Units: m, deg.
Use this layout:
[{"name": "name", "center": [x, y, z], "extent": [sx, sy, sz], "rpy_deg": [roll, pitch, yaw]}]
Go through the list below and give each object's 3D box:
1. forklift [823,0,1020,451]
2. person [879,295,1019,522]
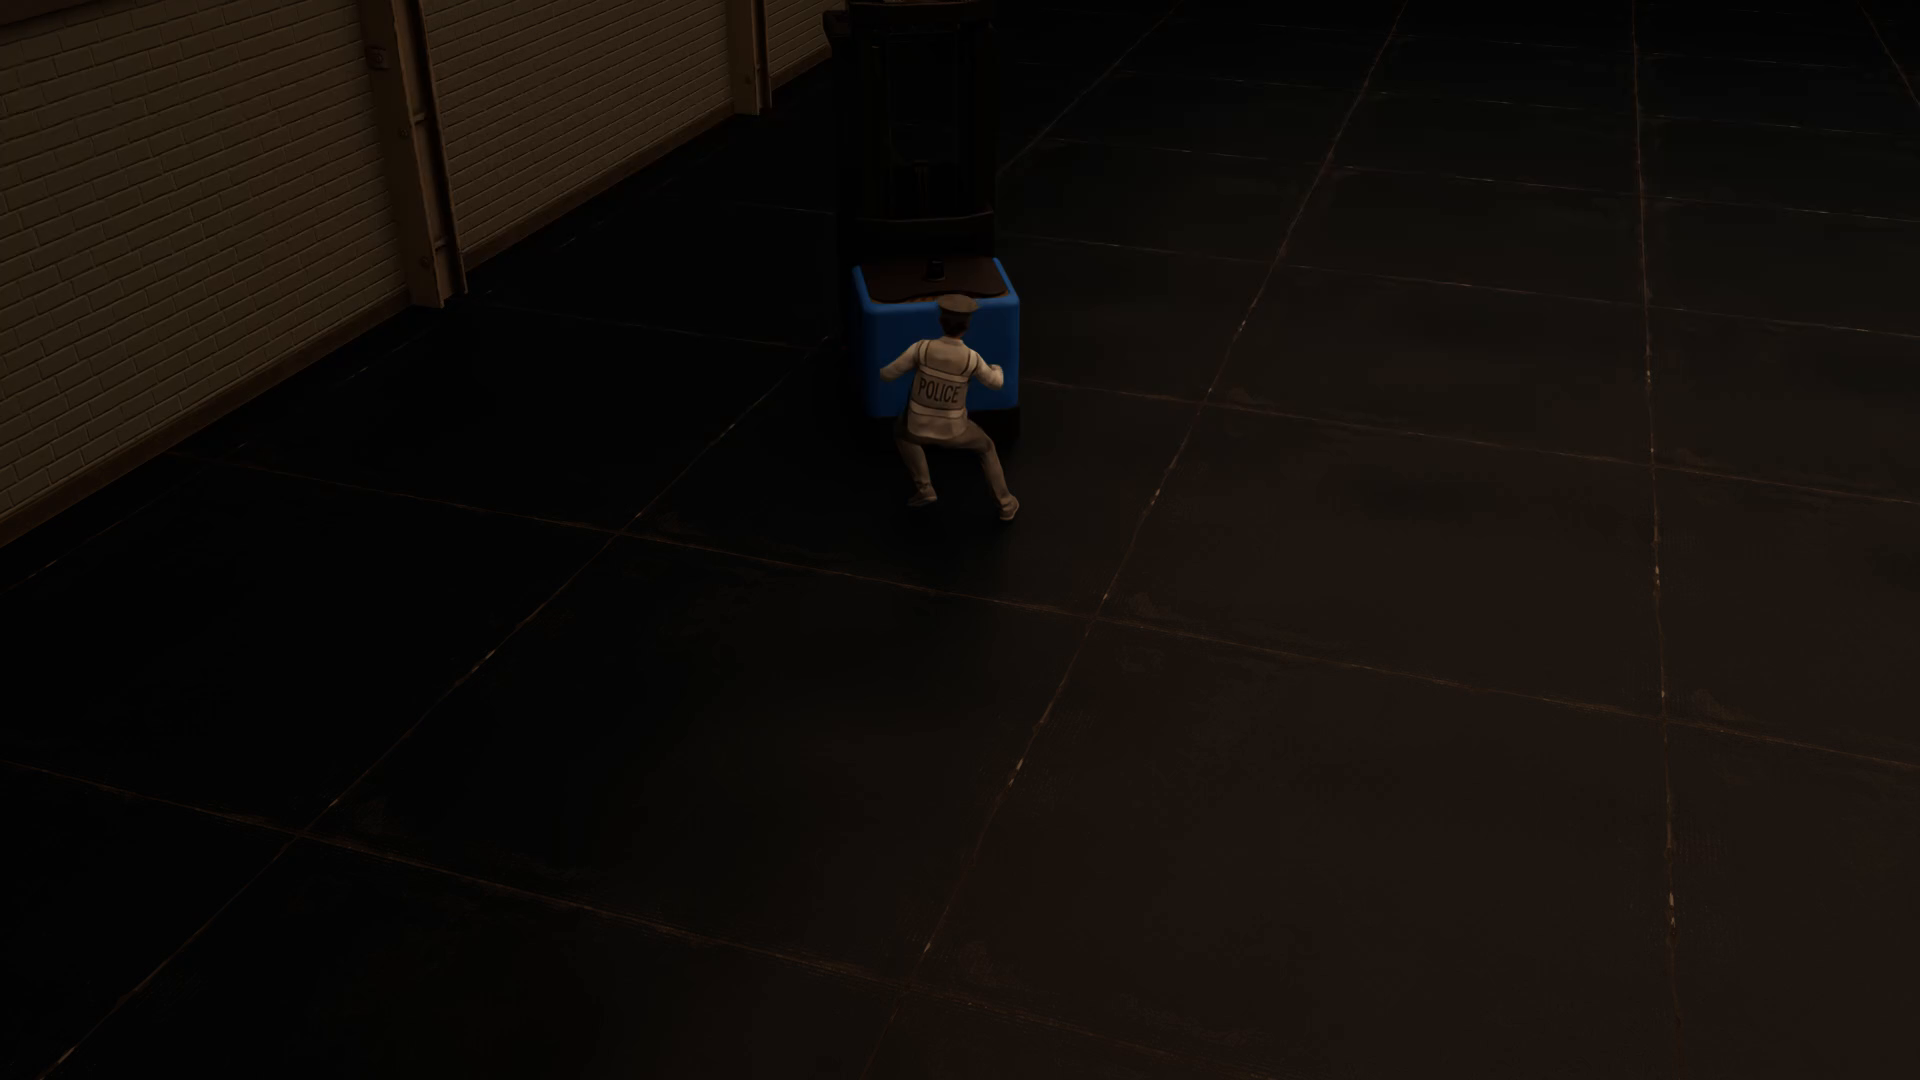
[{"name": "forklift", "center": [-0.342, -2.574, 11.652], "extent": [1.130, 2.935, 3.031], "rpy_deg": [-5, 30, -8]}, {"name": "person", "center": [-0.067, -0.805, 10.003], "extent": [0.857, 1.488, 0.690], "rpy_deg": [2, 30, 4]}]
